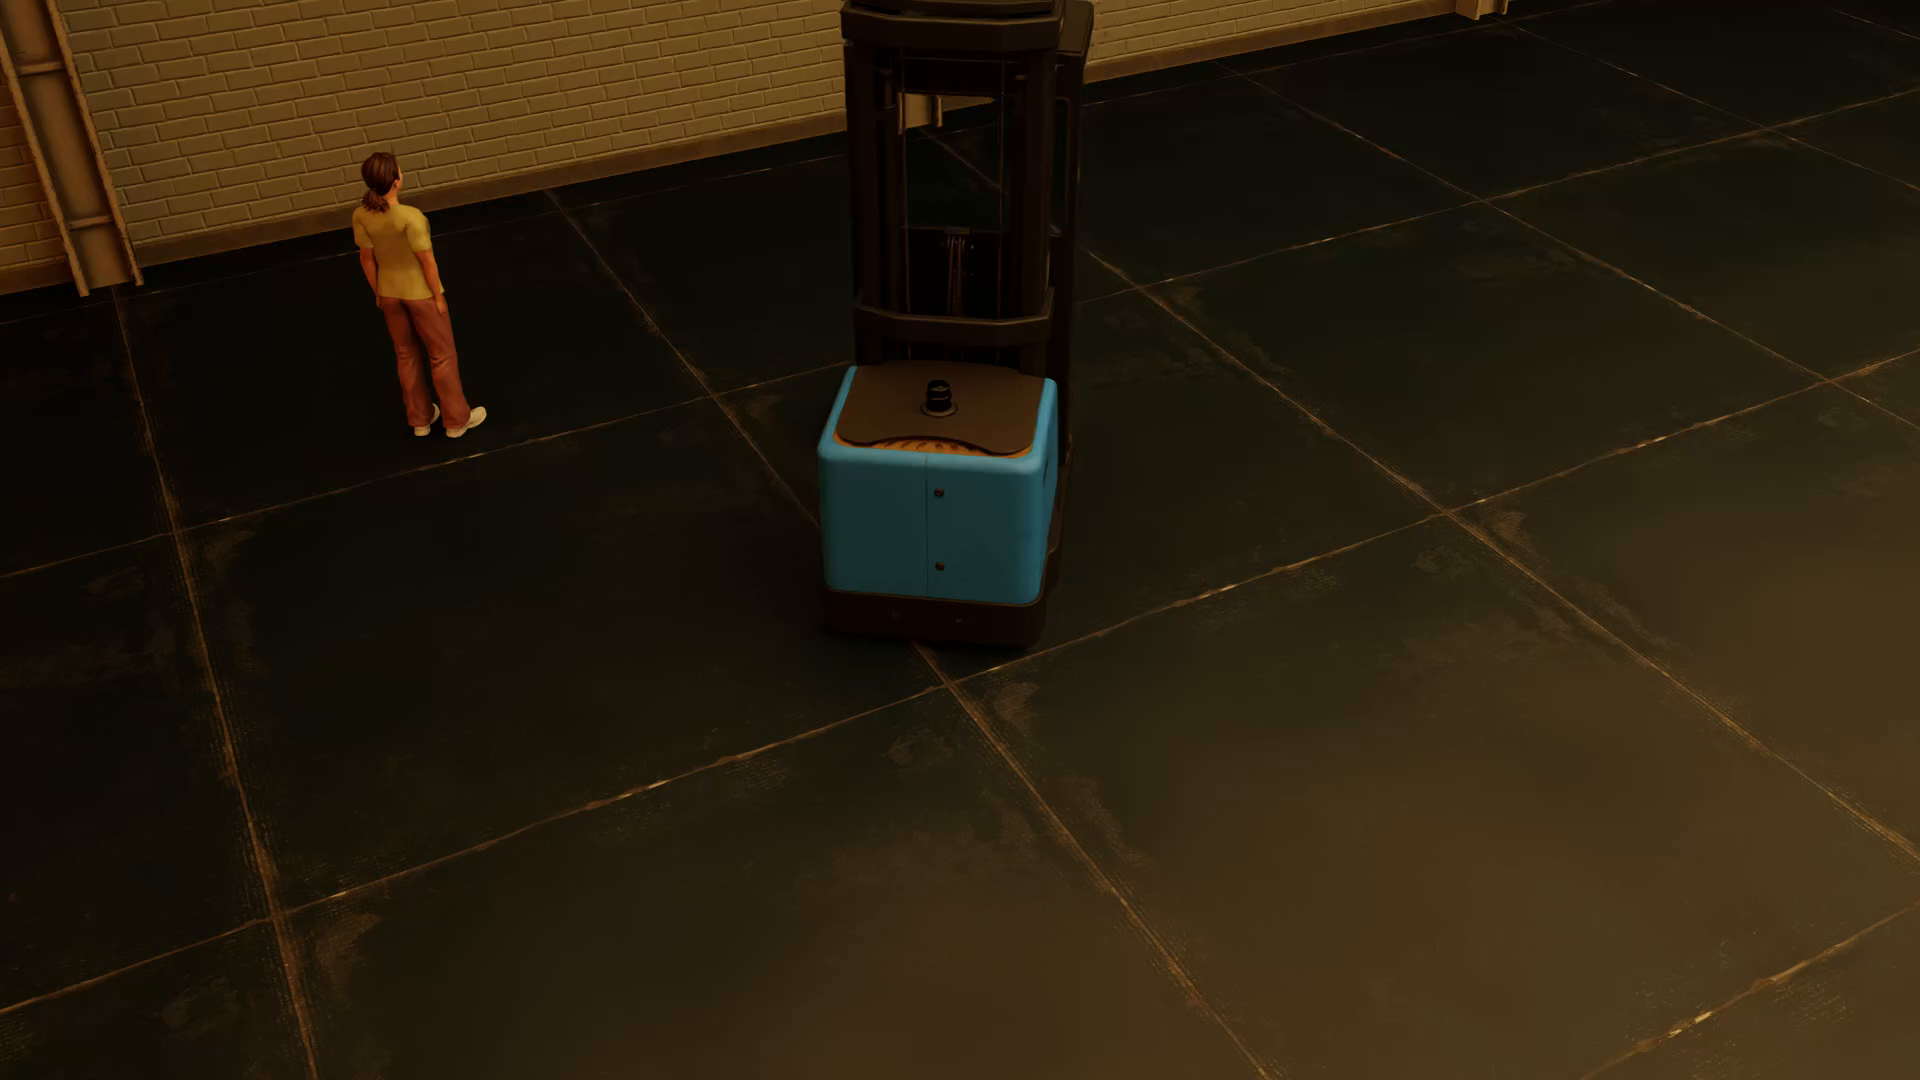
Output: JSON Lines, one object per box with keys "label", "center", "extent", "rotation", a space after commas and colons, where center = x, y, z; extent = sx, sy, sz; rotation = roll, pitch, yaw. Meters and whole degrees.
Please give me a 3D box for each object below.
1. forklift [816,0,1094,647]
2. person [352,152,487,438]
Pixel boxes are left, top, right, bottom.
{"label": "forklift", "center": [0.050, -1.534, 8.293], "extent": [1.130, 2.935, 3.031], "rotation": [4, 35, 6]}
{"label": "person", "center": [-2.994, -1.330, 9.097], "extent": [0.437, 1.671, 0.381], "rotation": [6, 36, 9]}
